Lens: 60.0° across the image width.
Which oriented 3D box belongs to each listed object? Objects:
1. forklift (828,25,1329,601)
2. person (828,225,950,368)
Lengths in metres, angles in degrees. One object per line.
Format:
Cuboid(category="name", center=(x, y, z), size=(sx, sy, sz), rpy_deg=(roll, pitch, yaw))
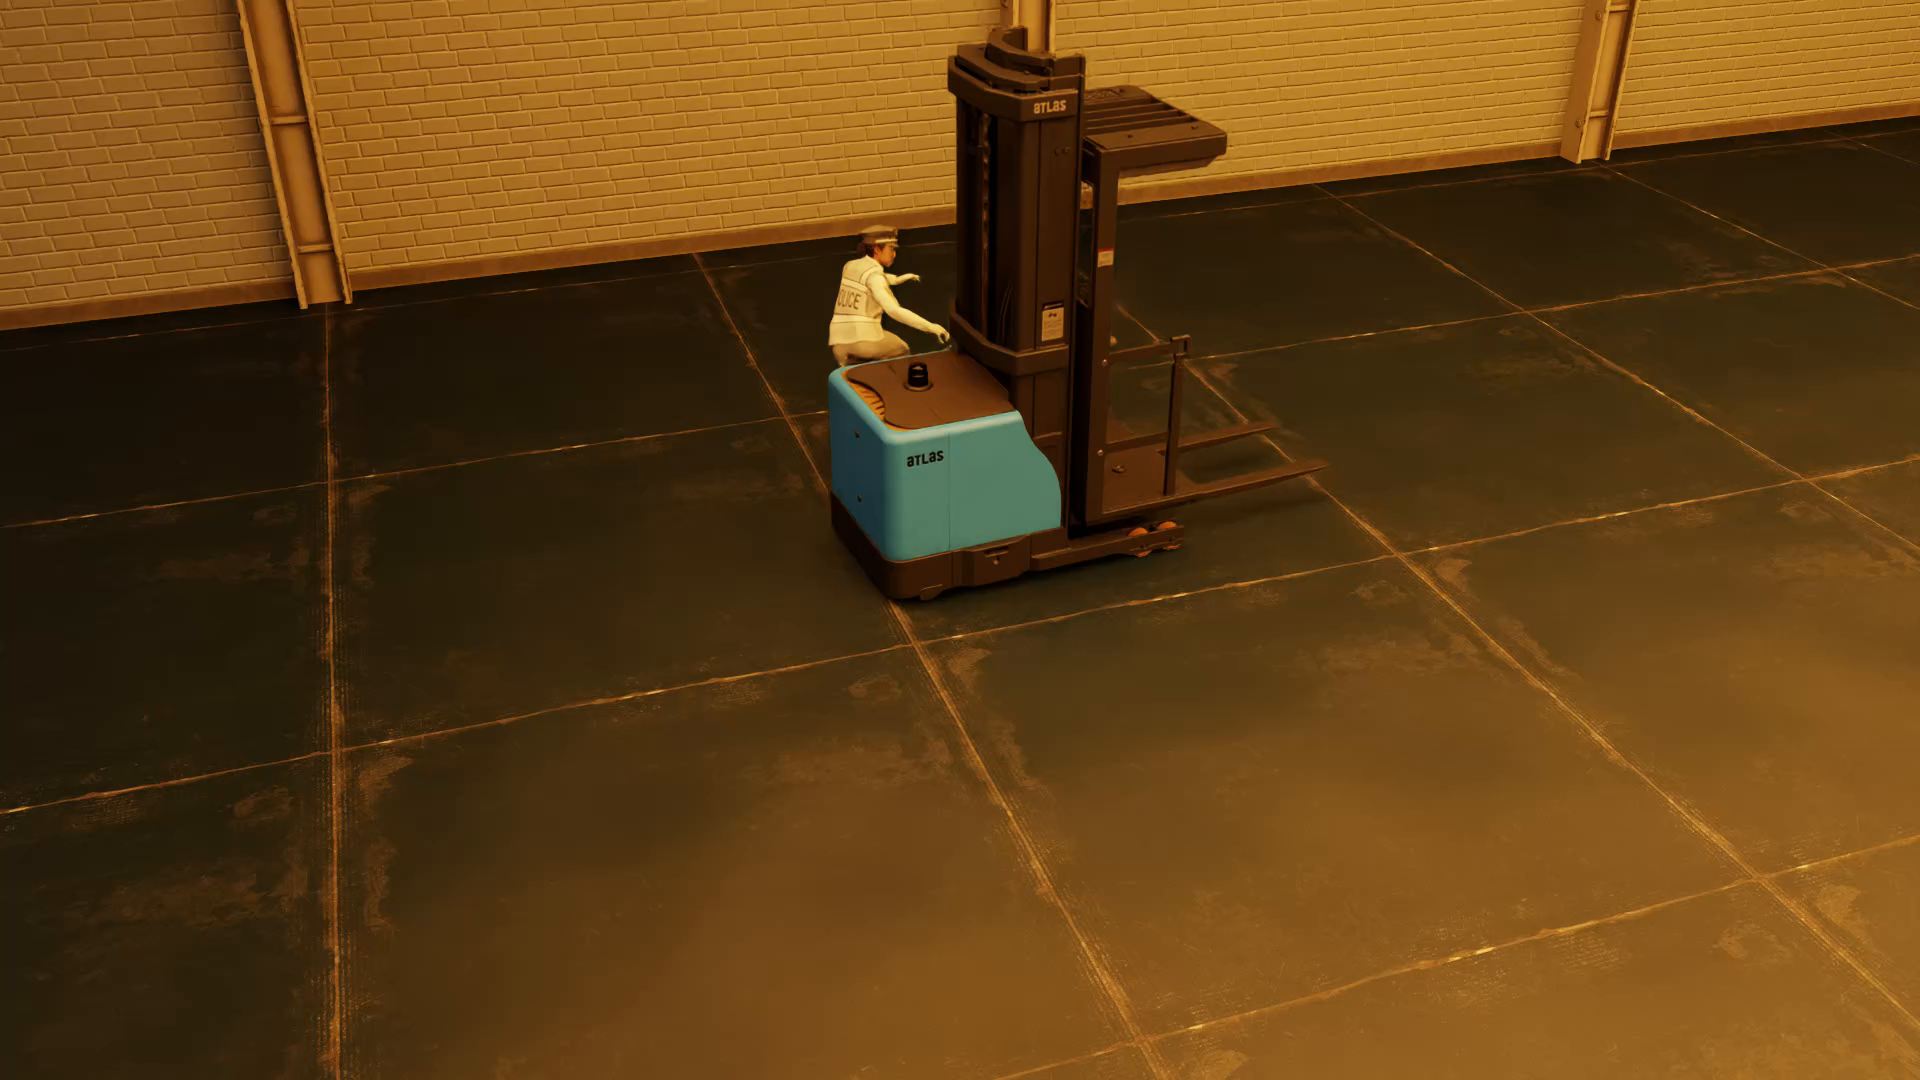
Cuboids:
Cuboid(category="forklift", center=(0.788, -1.401, 9.522), size=(3.031, 2.935, 1.130), rpy_deg=(-12, 32, -20))
Cuboid(category="person", center=(-0.430, -1.329, 10.881), size=(0.916, 1.432, 0.836), rpy_deg=(20, 35, 30))
